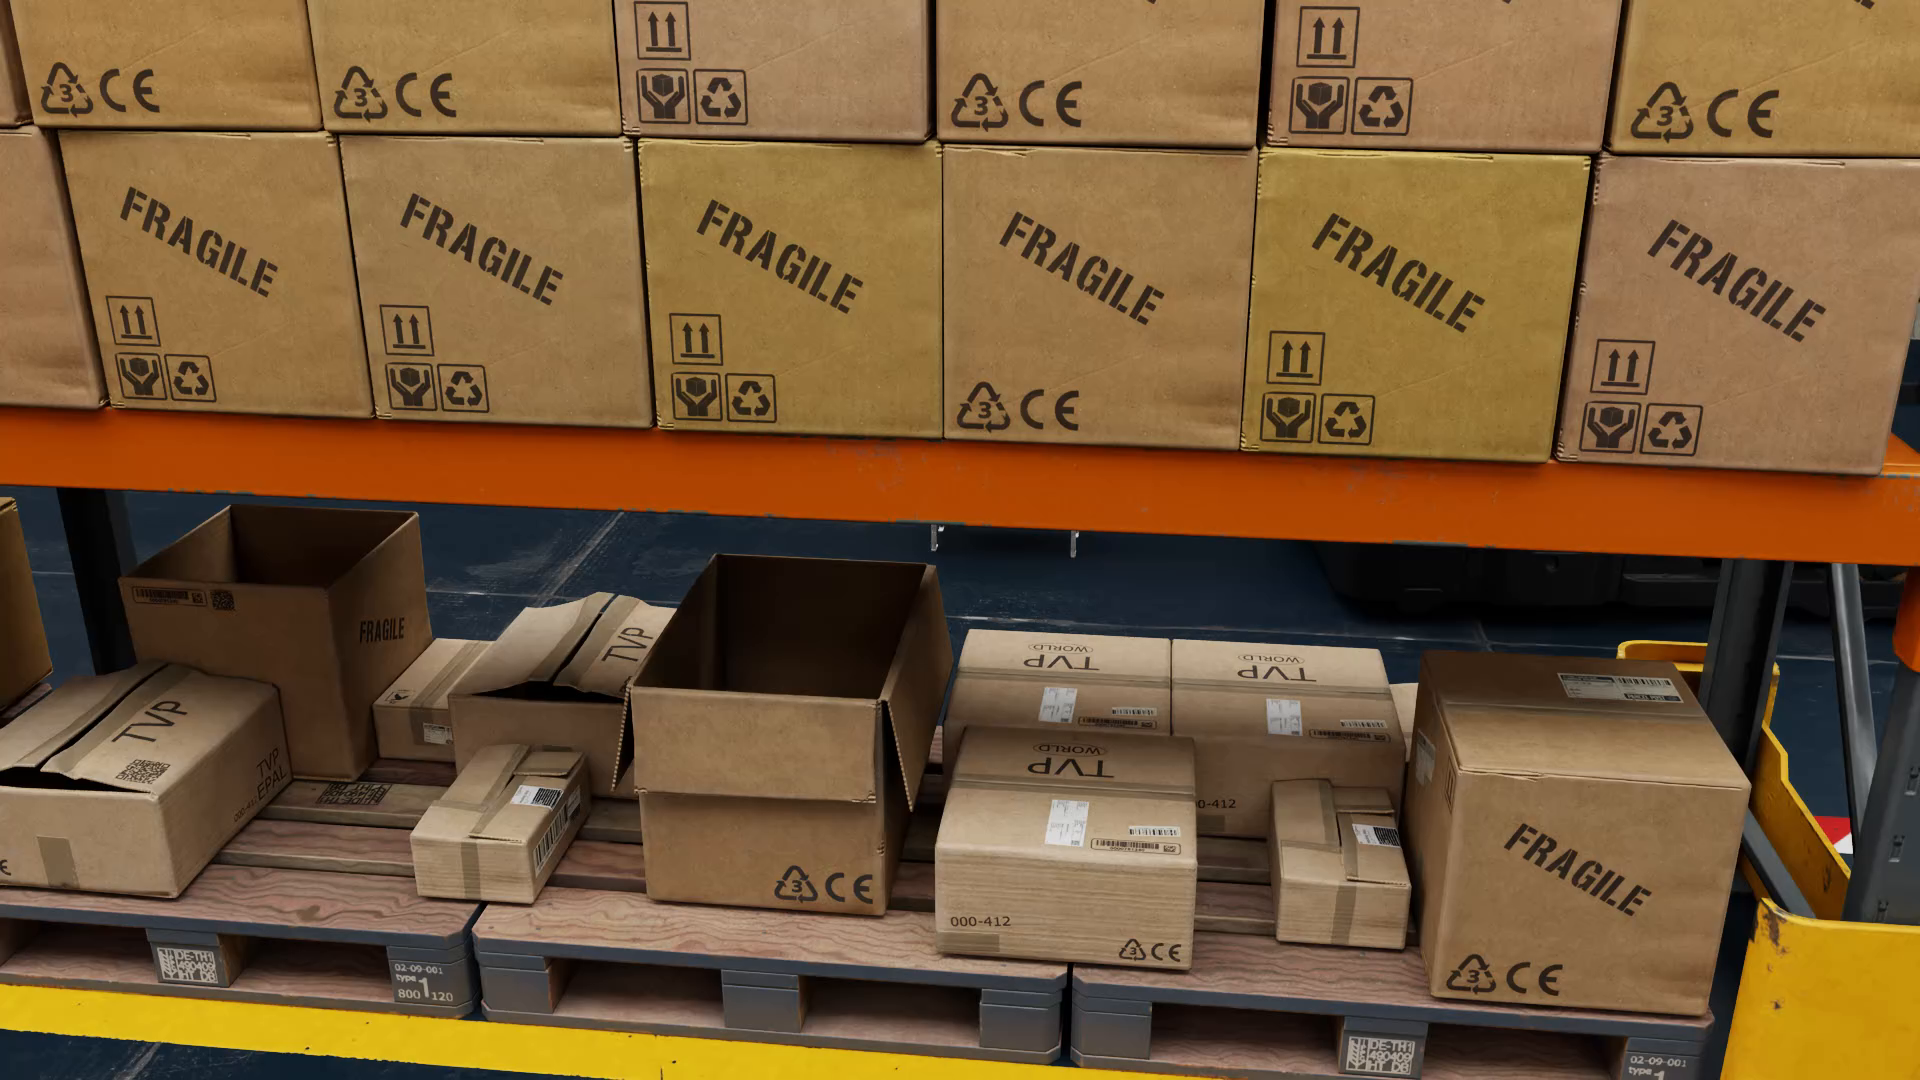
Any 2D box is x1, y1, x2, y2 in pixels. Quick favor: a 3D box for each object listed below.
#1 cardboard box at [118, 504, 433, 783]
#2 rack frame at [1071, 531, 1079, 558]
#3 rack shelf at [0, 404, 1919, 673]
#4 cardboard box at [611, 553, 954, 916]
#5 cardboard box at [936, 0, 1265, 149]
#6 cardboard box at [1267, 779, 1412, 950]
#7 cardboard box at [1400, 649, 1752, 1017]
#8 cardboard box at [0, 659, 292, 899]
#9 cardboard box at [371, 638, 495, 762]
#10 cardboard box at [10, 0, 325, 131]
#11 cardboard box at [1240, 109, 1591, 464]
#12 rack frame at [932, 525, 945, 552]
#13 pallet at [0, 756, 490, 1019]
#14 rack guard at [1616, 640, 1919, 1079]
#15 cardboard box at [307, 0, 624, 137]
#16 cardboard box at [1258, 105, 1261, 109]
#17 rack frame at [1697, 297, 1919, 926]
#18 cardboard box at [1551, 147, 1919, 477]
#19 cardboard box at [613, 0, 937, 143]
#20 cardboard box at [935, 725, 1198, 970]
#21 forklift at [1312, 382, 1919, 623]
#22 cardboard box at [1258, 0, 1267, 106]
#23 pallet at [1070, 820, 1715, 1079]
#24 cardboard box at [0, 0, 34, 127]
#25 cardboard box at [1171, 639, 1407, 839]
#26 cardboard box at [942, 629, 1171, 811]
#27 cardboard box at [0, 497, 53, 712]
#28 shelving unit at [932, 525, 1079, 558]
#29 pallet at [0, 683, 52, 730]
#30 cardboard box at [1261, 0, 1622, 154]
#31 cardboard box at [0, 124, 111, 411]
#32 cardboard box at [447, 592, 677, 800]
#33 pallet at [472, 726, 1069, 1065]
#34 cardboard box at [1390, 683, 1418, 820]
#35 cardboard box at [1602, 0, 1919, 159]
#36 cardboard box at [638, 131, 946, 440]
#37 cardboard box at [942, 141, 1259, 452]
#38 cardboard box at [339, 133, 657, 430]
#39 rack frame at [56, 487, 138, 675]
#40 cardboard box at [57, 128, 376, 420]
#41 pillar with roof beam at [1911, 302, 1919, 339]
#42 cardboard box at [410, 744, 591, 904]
[{"bbox_3d":[-1.635,0.237,4.061,0.500,0.500,0.500,2,22,6],"label":"cardboard box"},{"bbox_3d":[0.407,-0.540,5.674,0.015,1.200,0.240,2,22,6],"label":"rack frame"},{"bbox_3d":[-0.249,-0.220,3.396,4.000,0.370,1.077,2,22,6],"label":"rack shelf"},{"bbox_3d":[-0.368,0.394,3.660,0.637,0.503,0.797,2,22,6],"label":"cardboard box"},{"bbox_3d":[0.246,-0.941,2.744,0.500,0.500,0.500,3,22,8],"label":"cardboard box"},{"bbox_3d":[0.777,0.661,3.444,0.250,0.166,0.380,2,22,6],"label":"cardboard box"},{"bbox_3d":[1.169,0.556,3.256,0.500,0.500,0.500,2,22,6],"label":"cardboard box"},{"bbox_3d":[-1.843,0.501,3.650,0.500,0.311,0.500,2,22,6],"label":"cardboard box"},{"bbox_3d":[-1.256,0.395,4.140,0.250,0.149,0.380,2,22,6],"label":"cardboard box"},{"bbox_3d":[-1.287,-1.008,2.913,0.500,0.500,0.500,2,22,5],"label":"cardboard box"},{"bbox_3d":[0.745,-0.456,2.878,0.500,0.500,0.500,3,22,7],"label":"cardboard box"},{"bbox_3d":[-0.078,-0.561,5.728,0.015,1.200,0.240,2,22,6],"label":"rack frame"},{"bbox_3d":[-1.553,0.685,3.919,1.213,0.211,1.003,2,22,6],"label":"pallet"},{"bbox_3d":[1.662,0.691,3.513,0.348,0.500,1.175,2,22,6],"label":"rack guard"},{"bbox_3d":[-0.777,-0.985,2.856,0.500,0.500,0.500,2,22,5],"label":"cardboard box"},{"bbox_3d":[0.815,-0.651,3.370,0.500,0.500,0.500,2,22,6],"label":"cardboard box"},{"bbox_3d":[1.738,-0.468,3.045,0.127,3.000,1.000,2,22,6],"label":"rack frame"},{"bbox_3d":[1.261,-0.435,2.824,0.500,0.500,0.500,3,22,8],"label":"cardboard box"},{"bbox_3d":[-0.264,-0.963,2.801,0.500,0.500,0.500,3,22,8],"label":"cardboard box"},{"bbox_3d":[0.229,0.620,3.433,0.500,0.250,0.500,2,22,6],"label":"cardboard box"},{"bbox_3d":[2.729,-1.287,5.209,3.031,2.935,1.130,0,22,1],"label":"forklift"},{"bbox_3d":[0.808,-1.115,3.185,0.500,0.500,0.500,3,22,7],"label":"cardboard box"},{"bbox_3d":[0.870,0.791,3.652,1.213,0.211,1.003,2,22,6],"label":"pallet"},{"bbox_3d":[-1.800,-1.030,2.969,0.500,0.500,0.500,3,22,8],"label":"cardboard box"},{"bbox_3d":[0.734,0.457,3.846,0.500,0.250,0.500,2,22,6],"label":"cardboard box"},{"bbox_3d":[0.238,0.435,3.901,0.500,0.250,0.500,2,22,6],"label":"cardboard box"},{"bbox_3d":[-2.686,0.206,4.139,0.500,0.500,0.500,2,22,4],"label":"cardboard box"},{"bbox_3d":[0.164,-0.551,5.701,0.503,1.200,0.258,2,22,6],"label":"shelving unit"},{"bbox_3d":[-3.047,0.634,4.050,1.213,0.211,1.003,2,22,6],"label":"pallet"},{"bbox_3d":[0.761,-0.920,2.692,0.500,0.500,0.500,3,22,8],"label":"cardboard box"},{"bbox_3d":[-1.761,-0.567,3.157,0.500,0.500,0.500,3,22,8],"label":"cardboard box"},{"bbox_3d":[-0.891,0.358,4.014,0.500,0.311,0.500,2,22,6],"label":"cardboard box"},{"bbox_3d":[-0.338,0.737,3.788,1.213,0.211,1.003,2,22,6],"label":"pallet"},{"bbox_3d":[1.114,0.490,3.876,0.250,0.166,0.380,2,22,6],"label":"cardboard box"},{"bbox_3d":[1.263,-0.899,2.637,0.500,0.500,0.500,2,22,6],"label":"cardboard box"},{"bbox_3d":[-0.250,-0.502,2.993,0.500,0.500,0.500,2,22,6],"label":"cardboard box"},{"bbox_3d":[0.250,-0.480,2.937,0.500,0.500,0.500,3,22,7],"label":"cardboard box"},{"bbox_3d":[-0.755,-0.523,3.047,0.500,0.500,0.500,2,22,6],"label":"cardboard box"},{"bbox_3d":[-2.235,-0.642,3.483,0.127,3.000,1.000,2,22,6],"label":"rack frame"},{"bbox_3d":[-1.252,-0.546,3.104,0.500,0.500,0.500,3,22,7],"label":"cardboard box"},{"bbox_3d":[4.593,-3.694,3.045,0.400,9.000,9.100,2,22,6],"label":"pillar with roof beam"},{"bbox_3d":[-0.983,0.602,3.592,0.250,0.166,0.380,2,22,6],"label":"cardboard box"}]
